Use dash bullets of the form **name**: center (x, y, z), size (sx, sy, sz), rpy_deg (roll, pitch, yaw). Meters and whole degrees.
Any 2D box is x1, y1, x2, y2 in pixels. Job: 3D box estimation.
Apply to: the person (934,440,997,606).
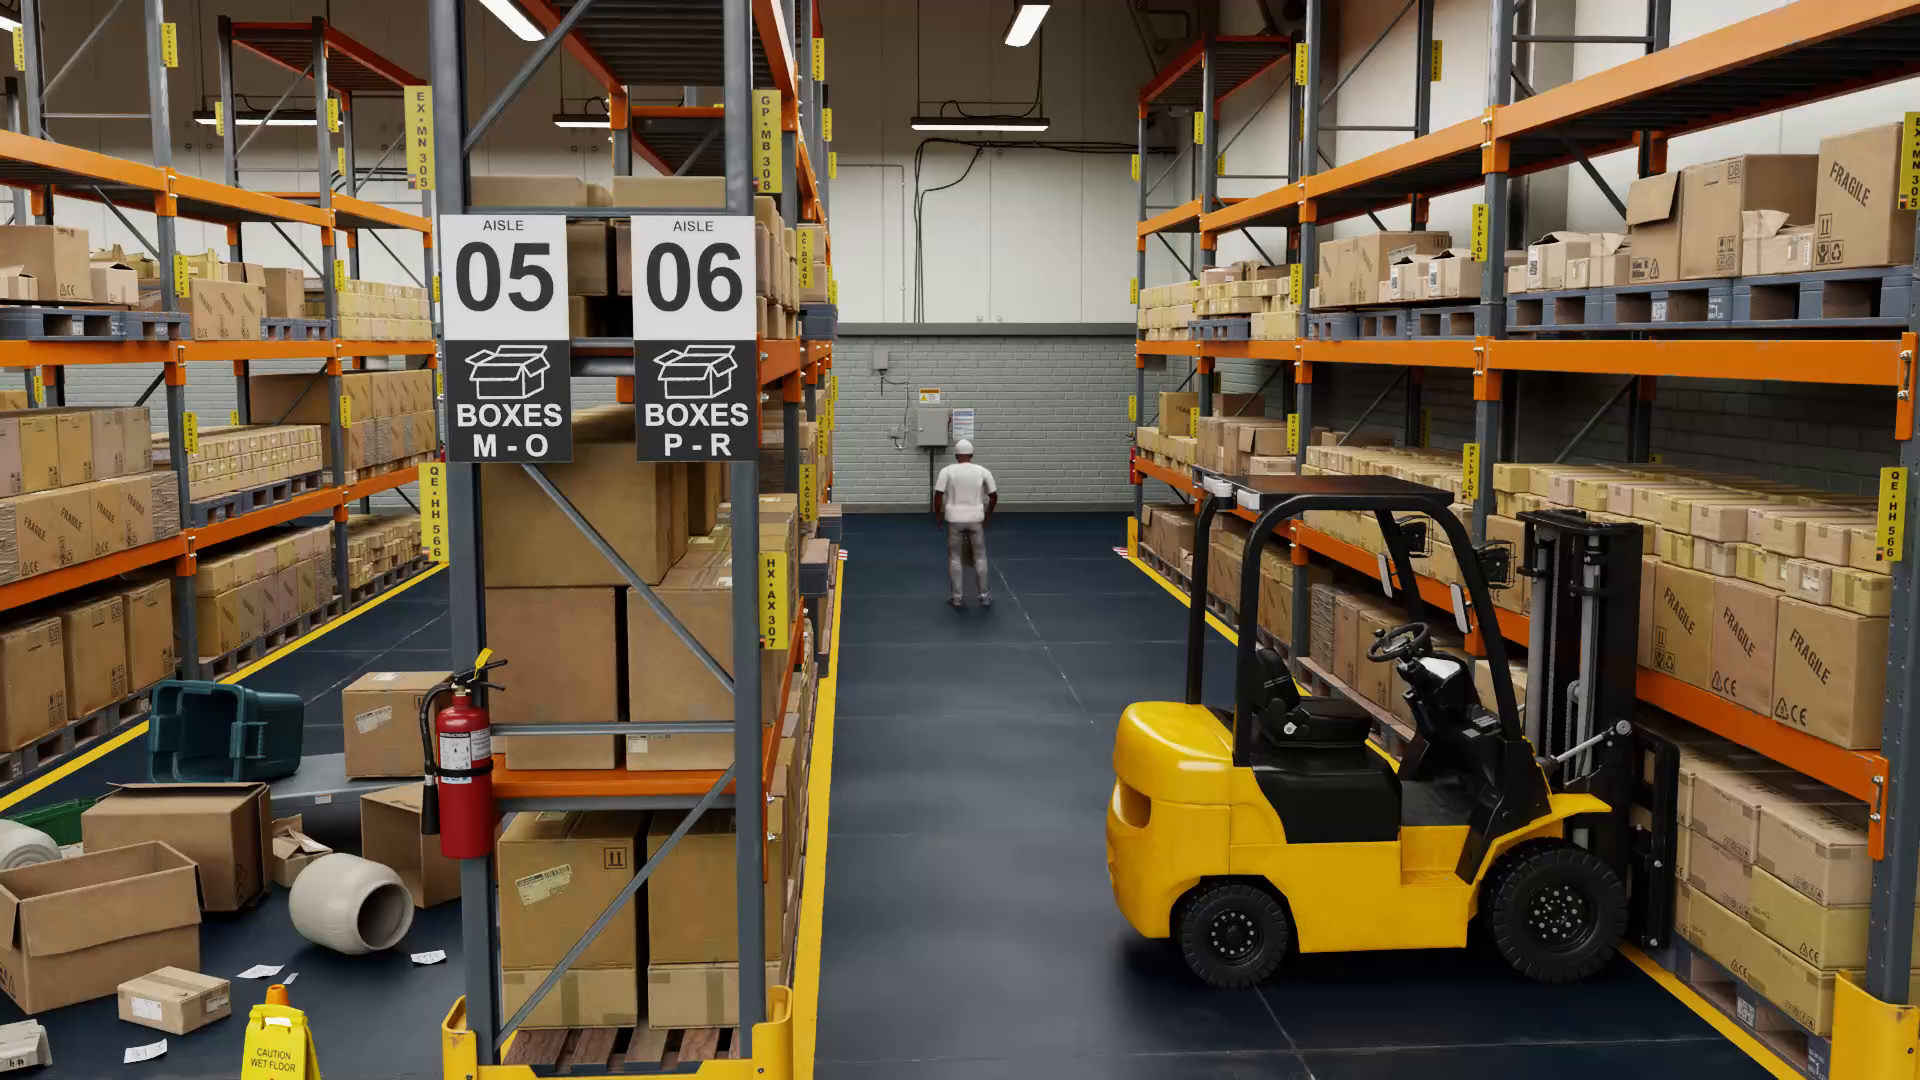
- **person**: center (0.062, -0.194, 17.816), size (0.670, 1.755, 0.453), rpy_deg (0, 7, -4)
